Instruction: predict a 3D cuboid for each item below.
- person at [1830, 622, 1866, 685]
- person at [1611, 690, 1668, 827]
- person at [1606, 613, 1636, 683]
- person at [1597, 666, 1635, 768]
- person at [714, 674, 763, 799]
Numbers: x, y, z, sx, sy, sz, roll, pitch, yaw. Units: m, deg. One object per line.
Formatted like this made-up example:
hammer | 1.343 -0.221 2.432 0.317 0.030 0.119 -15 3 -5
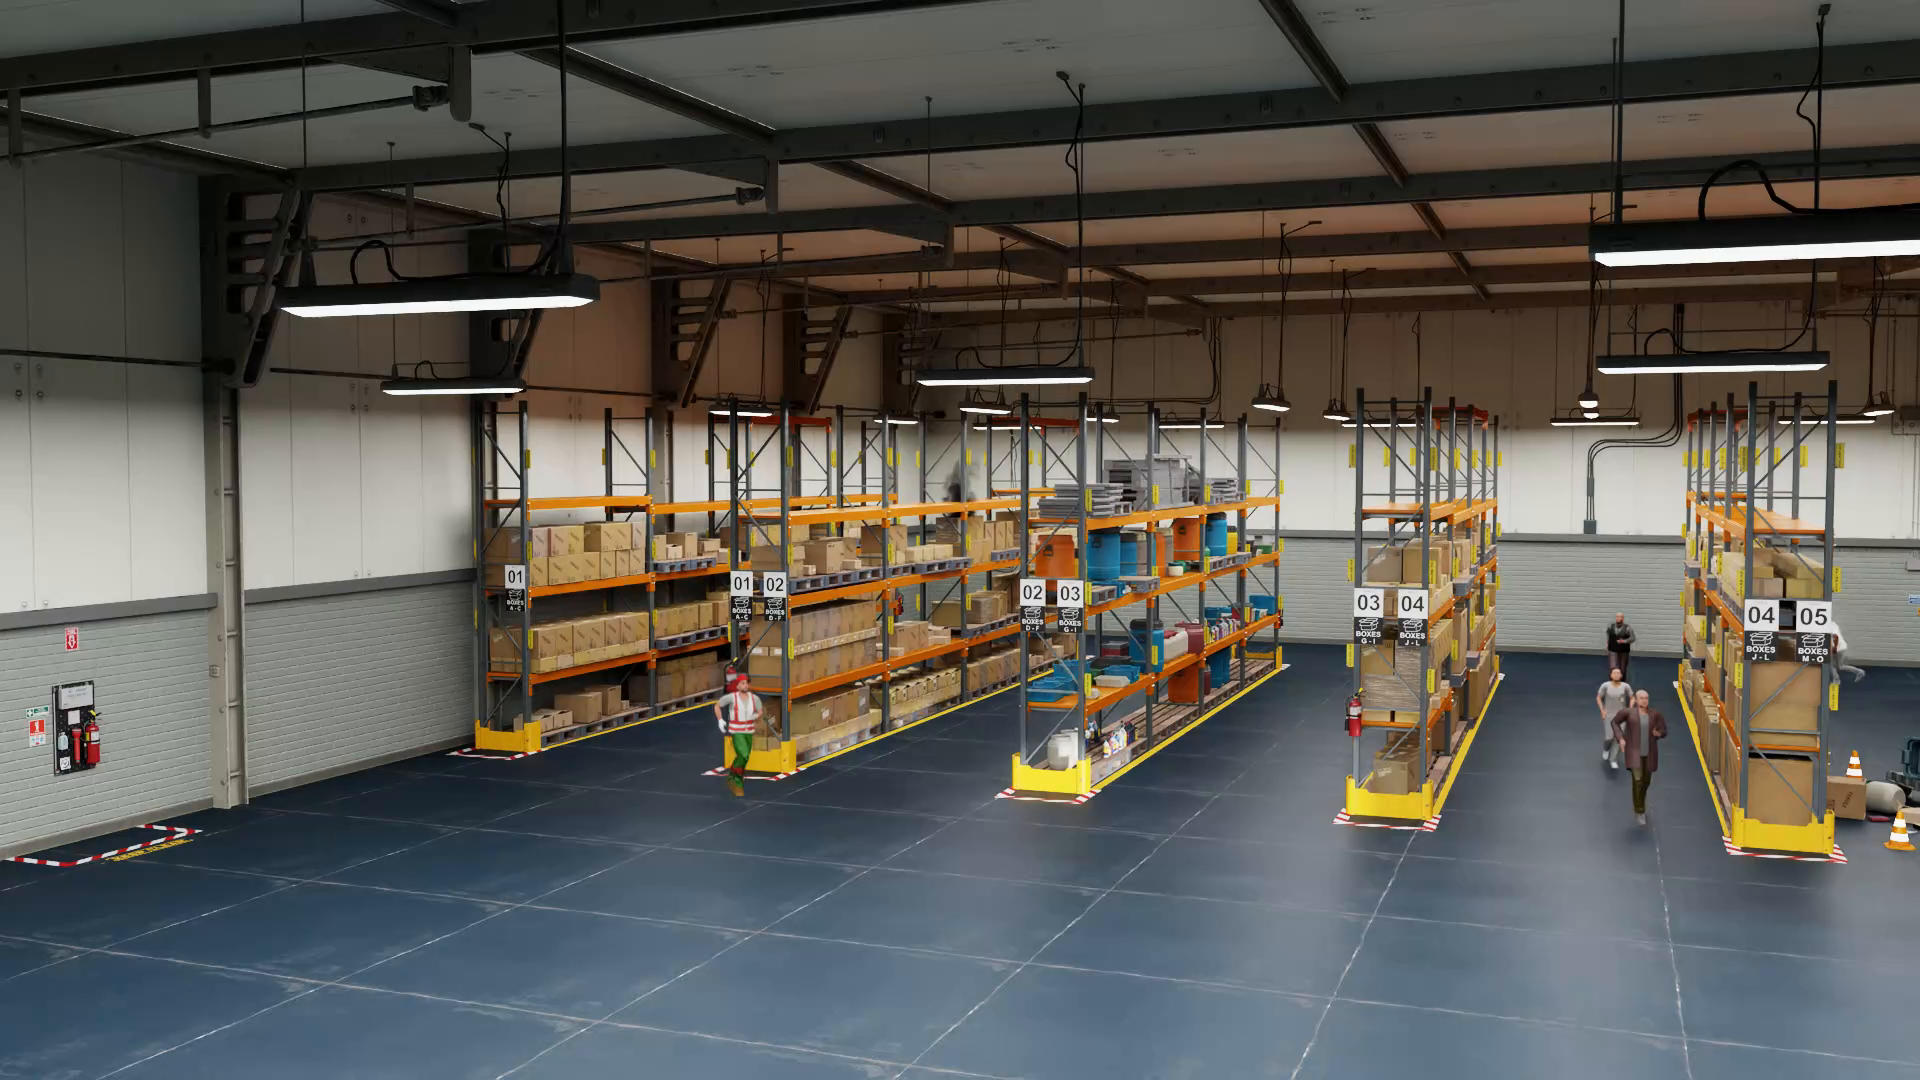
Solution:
person | 19.378 2.433 36.620 1.032 1.631 0.697 2 3 29
person | 9.431 2.985 23.037 0.694 1.823 0.851 0 3 5
person | 14.046 2.427 35.401 0.632 1.772 0.740 2 3 30
person | 10.694 2.874 27.119 0.582 1.634 0.565 1 3 15
person | -3.268 2.909 24.833 0.651 1.820 0.705 -2 4 -40
